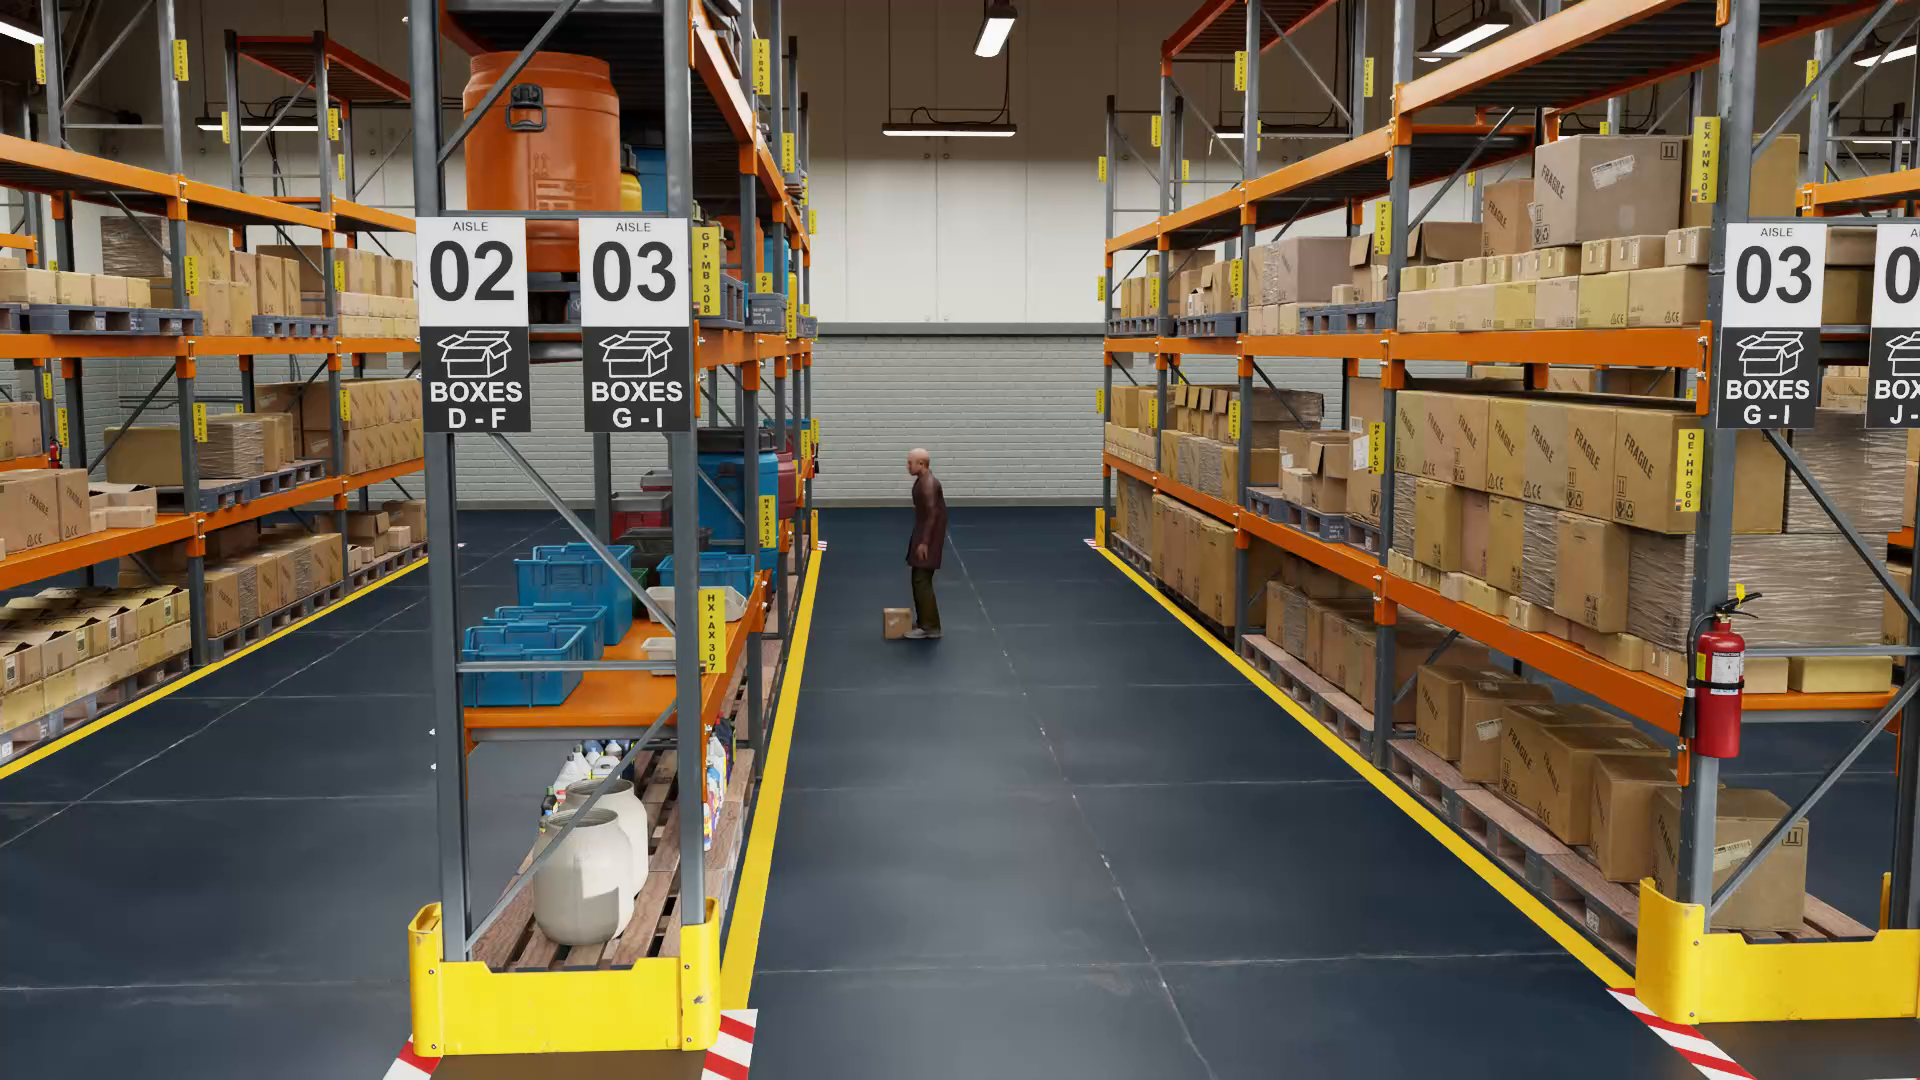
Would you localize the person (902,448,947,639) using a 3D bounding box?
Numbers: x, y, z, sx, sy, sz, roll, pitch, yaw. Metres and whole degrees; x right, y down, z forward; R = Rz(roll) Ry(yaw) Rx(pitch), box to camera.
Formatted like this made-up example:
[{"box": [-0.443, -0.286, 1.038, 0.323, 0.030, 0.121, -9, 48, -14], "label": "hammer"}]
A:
[{"box": [-0.340, 0.025, 15.591, 0.427, 1.773, 0.631, -1, 7, -6], "label": "person"}]
